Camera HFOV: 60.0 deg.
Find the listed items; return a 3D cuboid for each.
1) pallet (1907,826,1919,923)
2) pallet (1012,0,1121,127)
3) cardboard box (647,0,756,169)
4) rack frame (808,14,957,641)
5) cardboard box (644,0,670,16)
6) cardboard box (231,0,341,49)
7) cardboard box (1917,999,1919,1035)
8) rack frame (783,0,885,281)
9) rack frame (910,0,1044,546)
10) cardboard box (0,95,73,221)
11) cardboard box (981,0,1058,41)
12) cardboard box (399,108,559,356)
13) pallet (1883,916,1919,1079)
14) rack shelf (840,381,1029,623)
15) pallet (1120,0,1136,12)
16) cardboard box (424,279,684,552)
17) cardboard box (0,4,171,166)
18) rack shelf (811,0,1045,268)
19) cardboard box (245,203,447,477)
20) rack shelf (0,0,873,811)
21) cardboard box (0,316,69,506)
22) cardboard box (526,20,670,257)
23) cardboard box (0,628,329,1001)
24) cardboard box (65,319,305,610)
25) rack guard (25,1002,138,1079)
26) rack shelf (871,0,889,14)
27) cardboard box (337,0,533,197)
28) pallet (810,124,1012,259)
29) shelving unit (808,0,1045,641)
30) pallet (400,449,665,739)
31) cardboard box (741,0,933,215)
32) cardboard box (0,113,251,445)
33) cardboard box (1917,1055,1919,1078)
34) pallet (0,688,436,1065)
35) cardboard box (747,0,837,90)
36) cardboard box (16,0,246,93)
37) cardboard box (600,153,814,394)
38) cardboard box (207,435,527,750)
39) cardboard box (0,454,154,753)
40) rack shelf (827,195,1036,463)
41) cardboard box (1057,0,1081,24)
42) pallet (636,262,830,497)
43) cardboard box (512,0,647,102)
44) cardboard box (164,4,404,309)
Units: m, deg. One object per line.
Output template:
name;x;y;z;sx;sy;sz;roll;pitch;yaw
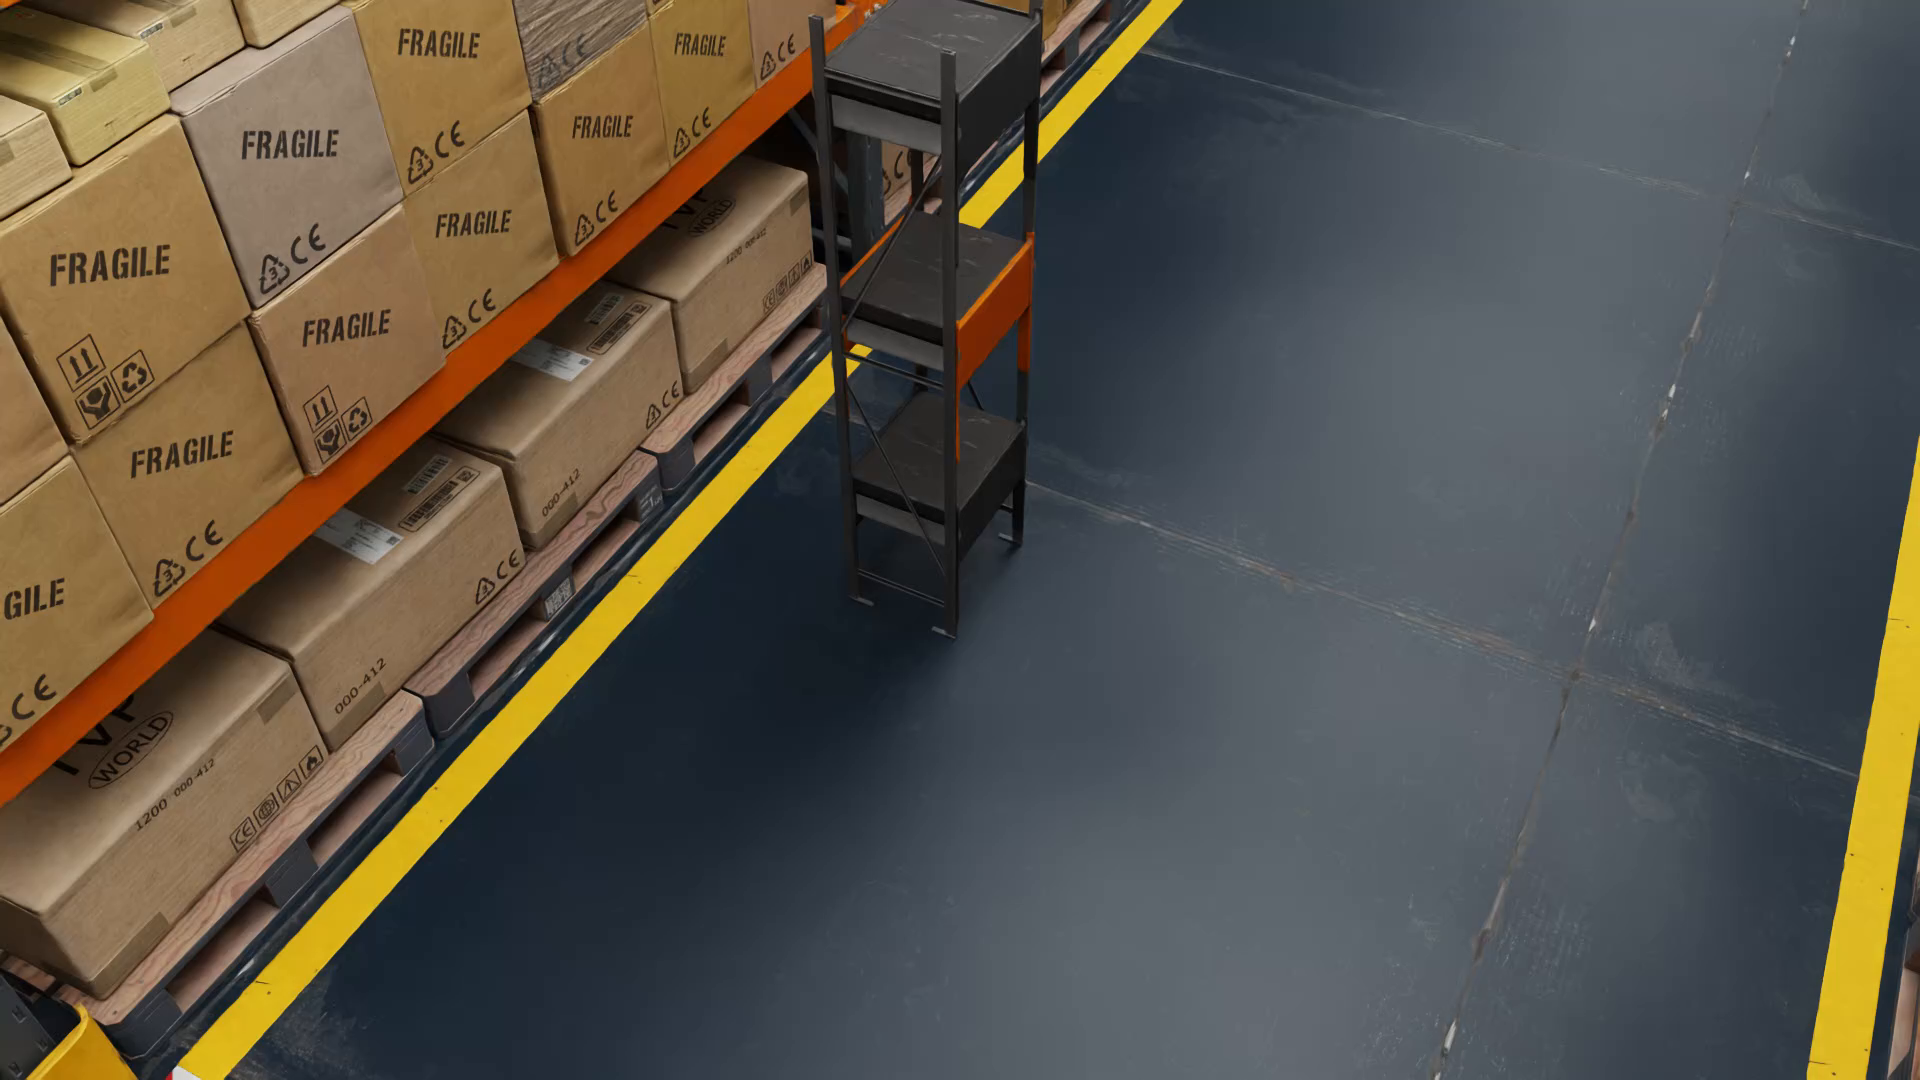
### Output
pallet;3.387;0.788;4.823;1.003;0.211;1.213;20;49;19
pallet;0.092;-2.500;8.072;1.003;0.211;1.213;20;49;19
cardboard box;-0.987;-1.530;5.083;0.500;0.500;0.500;19;48;18
rack frame;-0.190;-0.480;4.748;0.400;2.100;0.015;20;49;19
cardboard box;-0.981;-1.879;4.725;0.500;0.500;0.500;20;49;18
cardboard box;-1.596;-1.237;3.634;0.380;0.149;0.250;21;49;19
cardboard box;2.647;1.181;4.182;0.380;0.149;0.250;19;48;18
rack frame;-0.764;-2.198;5.813;1.000;3.000;0.127;20;49;19
rack frame;0.036;-0.788;5.052;0.400;2.100;0.015;20;49;19
cardboard box;-1.930;-0.739;3.142;0.380;0.149;0.250;22;49;20
cardboard box;-0.135;-2.587;7.397;0.875;0.875;0.875;22;49;20
cardboard box;-1.464;-0.884;4.445;0.500;0.500;0.500;22;49;20
pallet;2.821;1.559;4.060;1.003;0.211;1.213;20;49;19
rack shelf;-0.077;-0.132;5.408;0.431;0.518;0.480;20;49;19
pallet;0.660;-3.266;8.829;1.003;0.211;1.213;20;49;19
cardboard box;-1.566;-0.521;5.662;0.875;0.438;0.875;19;48;18
cardboard box;-1.824;-0.911;3.312;0.380;0.149;0.250;19;48;18
rack shelf;-0.077;-1.116;4.412;0.431;0.518;0.480;20;49;19
cardboard box;-1.682;-0.563;4.127;0.500;0.500;0.500;20;49;19
rack shelf;-1.693;-0.685;4.824;1.077;0.370;4.000;20;49;19
cardboard box;-2.146;-0.273;3.137;0.500;0.500;0.500;19;48;18
cardboard box;-1.208;-1.209;4.765;0.500;0.500;0.500;20;49;18
cardboard box;-2.403;0.626;4.528;0.875;0.438;0.875;19;48;18
cardboard box;-1.934;-0.249;3.816;0.500;0.500;0.500;20;49;19
rack guard;-2.632;1.216;4.197;1.175;0.500;0.348;20;49;19
rack shelf;0.164;-3.205;7.314;1.077;0.370;4.000;20;49;19
cardboard box;-1.449;-1.242;4.095;0.500;0.500;0.500;21;49;19
pallet;-0.473;-1.729;7.310;1.003;0.211;1.213;20;49;19
shelving unit;-0.077;-0.634;4.900;0.431;2.100;0.503;20;49;19
pallet;-1.752;0.007;5.595;1.003;0.211;1.213;20;49;19
cardboard box;-0.547;-2.016;6.832;0.875;0.875;0.875;22;49;20
cardboard box;-1.912;-0.601;3.461;0.500;0.500;0.500;19;48;18
cardboard box;2.510;1.220;3.936;0.380;0.149;0.250;21;49;19
pallet;-2.319;0.773;4.838;1.003;0.211;1.213;20;49;19
cardboard box;-0.753;-1.856;5.405;0.500;0.500;0.500;21;49;19
cardboard box;-1.749;-1.094;3.493;0.380;0.149;0.250;21;49;19
cardboard box;-1.151;-1.085;6.219;0.875;0.438;0.875;20;49;19
cardboard box;-1.986;0.047;5.101;0.875;0.438;0.875;22;49;20
cardboard box;-2.144;0.079;3.492;0.500;0.500;0.500;20;49;19
rack shelf;-0.077;-0.624;4.910;0.431;0.518;0.480;20;49;19
cardboard box;0.281;-3.150;7.953;0.875;0.875;0.875;21;49;20
pallet;-1.187;-0.764;6.357;1.003;0.211;1.213;20;49;19
cardboard box;-1.209;-1.555;4.405;0.500;0.500;0.500;21;49;20
cardboard box;-1.680;-0.928;3.784;0.500;0.500;0.500;20;49;19
